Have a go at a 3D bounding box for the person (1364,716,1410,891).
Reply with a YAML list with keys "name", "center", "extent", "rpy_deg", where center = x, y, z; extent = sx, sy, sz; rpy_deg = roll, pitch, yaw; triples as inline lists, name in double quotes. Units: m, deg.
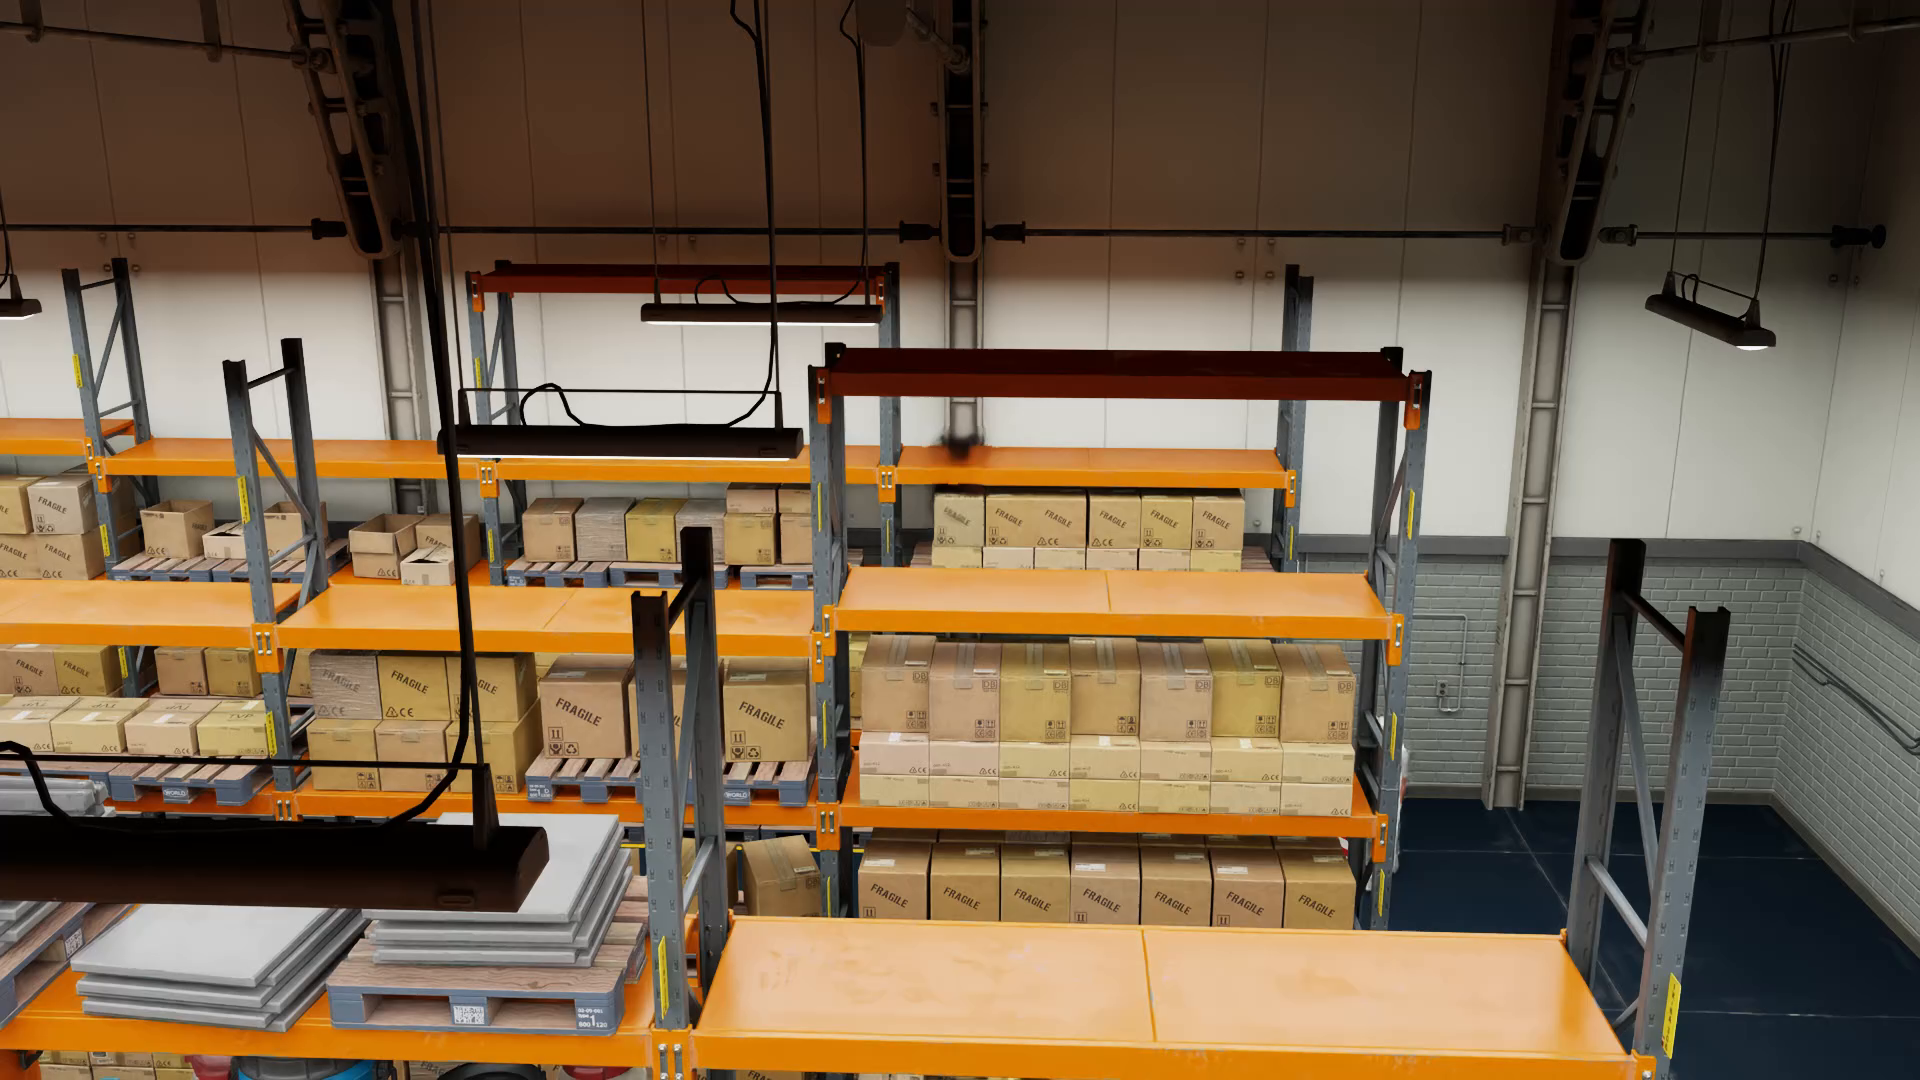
- name: "person"
  center: [4.163, 2.585, 16.599]
  extent: [0.584, 1.763, 0.698]
  rpy_deg: [8, 18, 27]
